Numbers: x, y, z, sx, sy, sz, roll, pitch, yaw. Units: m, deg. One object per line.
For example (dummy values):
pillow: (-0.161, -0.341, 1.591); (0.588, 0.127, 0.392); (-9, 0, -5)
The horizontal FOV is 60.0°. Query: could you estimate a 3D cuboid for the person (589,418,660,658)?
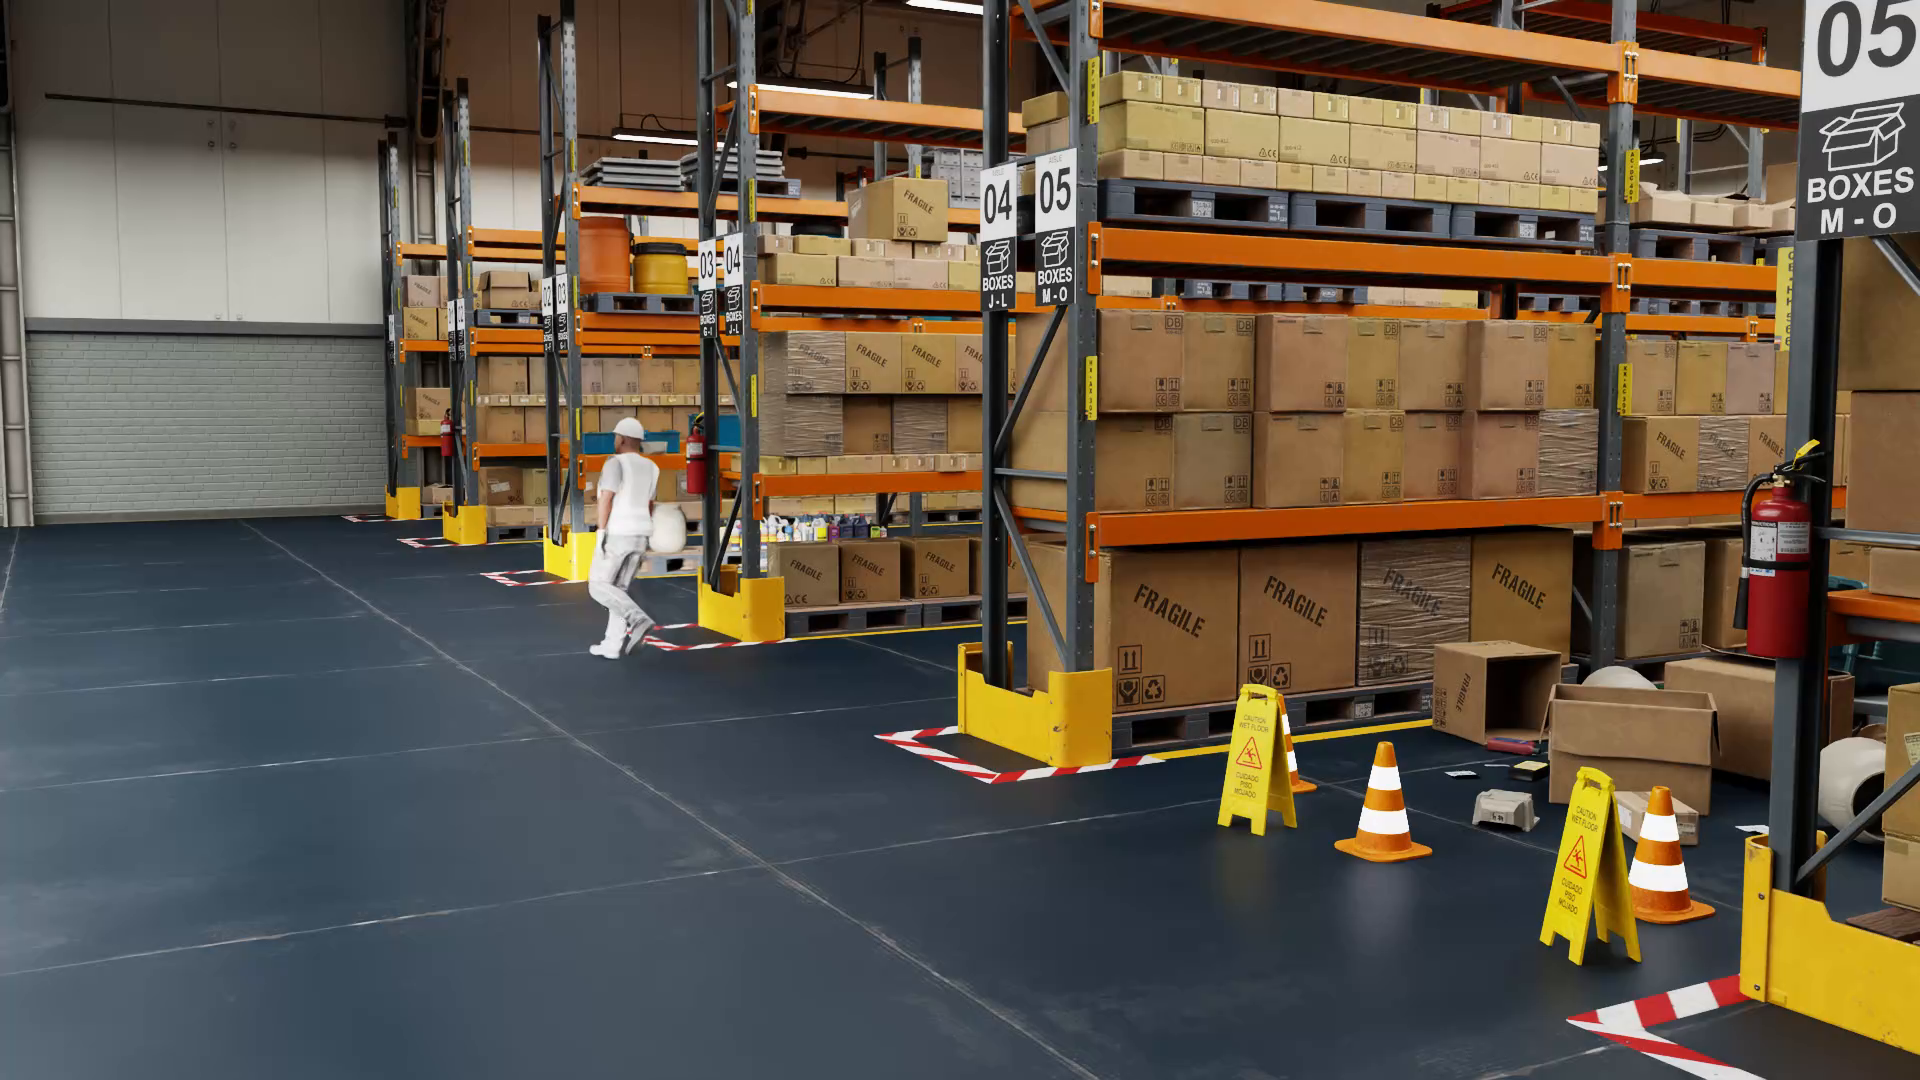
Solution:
person: (-2.412, -0.015, 12.201); (0.683, 1.755, 0.611); (3, 6, 30)
